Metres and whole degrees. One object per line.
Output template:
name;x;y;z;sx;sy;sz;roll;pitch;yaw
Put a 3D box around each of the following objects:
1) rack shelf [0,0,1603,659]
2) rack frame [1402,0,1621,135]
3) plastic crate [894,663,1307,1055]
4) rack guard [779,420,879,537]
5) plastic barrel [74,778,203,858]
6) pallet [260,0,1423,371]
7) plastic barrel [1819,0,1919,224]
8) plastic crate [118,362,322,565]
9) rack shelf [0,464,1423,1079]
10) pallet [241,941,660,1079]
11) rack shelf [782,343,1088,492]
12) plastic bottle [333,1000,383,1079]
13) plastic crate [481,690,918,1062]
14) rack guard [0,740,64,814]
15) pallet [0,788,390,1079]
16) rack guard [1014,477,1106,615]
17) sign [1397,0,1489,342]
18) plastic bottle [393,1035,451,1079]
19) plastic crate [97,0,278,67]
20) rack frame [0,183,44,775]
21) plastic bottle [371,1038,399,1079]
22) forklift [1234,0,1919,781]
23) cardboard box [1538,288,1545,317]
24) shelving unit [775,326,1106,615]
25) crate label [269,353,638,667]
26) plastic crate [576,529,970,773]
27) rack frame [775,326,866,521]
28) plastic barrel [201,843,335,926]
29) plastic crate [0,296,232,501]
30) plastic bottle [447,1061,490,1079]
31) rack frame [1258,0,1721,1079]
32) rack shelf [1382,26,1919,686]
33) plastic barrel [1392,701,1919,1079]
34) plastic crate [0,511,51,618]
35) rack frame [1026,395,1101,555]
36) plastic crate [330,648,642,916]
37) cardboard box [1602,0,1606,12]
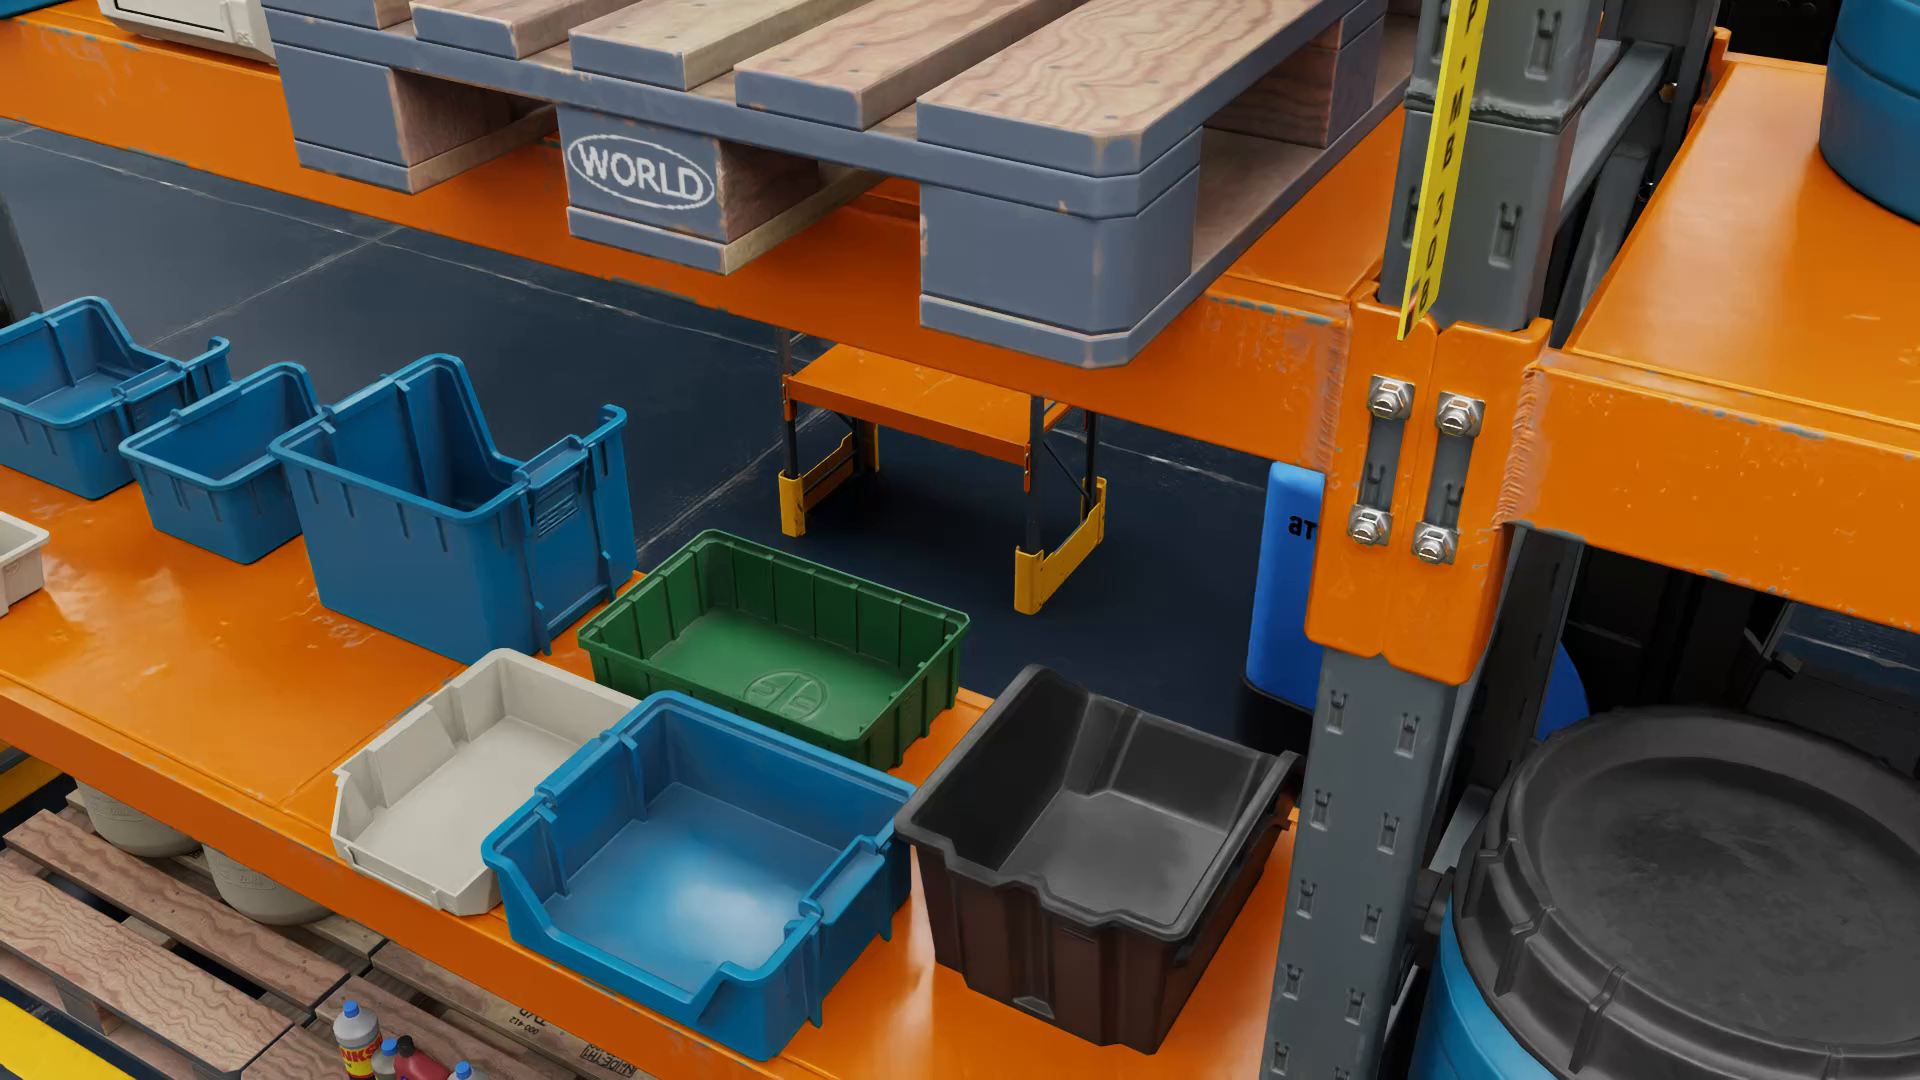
rack shelf;-1.068;-0.830;2.733;4.000;0.370;1.077;18;37;24
rack frame;0.668;-1.828;0.876;0.127;3.000;1.000;18;37;24
plastic crate;0.277;0.490;2.864;0.504;0.338;0.767;18;37;24
rack guard;-0.499;-0.262;6.418;0.087;0.250;0.587;18;37;24
plastic barrel;-2.195;0.574;4.547;0.421;0.512;0.421;0;34;0
pallet;-0.007;-0.652;1.987;1.003;0.211;1.213;18;37;24
plastic barrel;1.217;-0.753;1.515;0.708;0.901;0.600;18;37;24
plastic crate;-1.661;-0.194;3.969;0.408;0.251;0.499;18;37;24
rack shelf;-1.068;0.419;3.564;4.000;0.370;1.077;18;37;24
pallet;-0.958;1.290;4.122;1.213;0.211;1.003;18;37;24
rack shelf;-0.074;-0.498;5.969;1.000;0.185;0.538;18;37;24
plastic bottle;-1.385;1.170;3.851;0.097;0.271;0.097;0;34;0
plastic crate;-0.427;0.557;2.841;0.616;0.251;0.499;18;37;24
rack guard;-2.715;0.608;4.886;0.348;0.500;1.175;18;37;24
pallet;-2.013;0.954;4.627;1.213;0.211;1.003;18;37;24
rack guard;0.366;0.012;6.007;0.087;0.250;0.587;18;37;24
sign;0.386;-0.321;1.312;0.005;0.325;0.100;18;37;24
plastic bottle;-1.198;1.236;3.741;0.133;0.283;0.061;18;38;25
plastic crate;-0.926;-0.716;2.151;0.396;0.136;0.243;18;37;24
rack frame;-2.805;-0.431;4.191;0.127;3.000;1.000;18;37;24
plastic bottle;-1.295;1.228;3.828;0.097;0.201;0.097;0;34;0
forklift;2.350;-0.280;4.027;3.031;2.935;1.130;22;39;29
cardboard box;2.190;-1.221;6.803;0.500;0.500;0.500;18;37;24
shelving unit;-0.066;-0.645;5.866;1.083;1.500;0.587;18;37;24
crate label;-1.072;-0.070;3.616;0.616;0.435;0.502;18;37;24
plastic crate;-0.370;0.248;3.362;0.662;0.188;0.450;18;37;24
rack frame;-0.515;-0.788;6.079;0.032;1.500;0.500;18;37;24
plastic barrel;-1.760;0.712;4.340;0.421;0.512;0.421;0;34;0
plastic crate;-2.222;-0.375;4.242;0.616;0.251;0.499;18;37;24
plastic bottle;-1.088;1.264;3.709;0.097;0.271;0.097;0;34;0
rack frame;0.668;0.669;2.539;0.127;3.000;1.000;18;37;24
rack shelf;2.405;0.270;1.081;4.000;0.370;1.077;18;37;24
plastic barrel;0.853;0.713;2.021;0.708;0.901;0.600;18;37;24
plastic crate;-2.187;0.080;3.662;0.250;0.136;0.298;18;37;24
rack frame;0.367;-0.508;5.660;0.032;1.500;0.500;18;37;24
plastic crate;-0.867;0.454;3.099;0.437;0.136;0.530;18;37;24
cardboard box;2.280;-2.016;6.481;0.500;0.500;0.700;17;37;24
